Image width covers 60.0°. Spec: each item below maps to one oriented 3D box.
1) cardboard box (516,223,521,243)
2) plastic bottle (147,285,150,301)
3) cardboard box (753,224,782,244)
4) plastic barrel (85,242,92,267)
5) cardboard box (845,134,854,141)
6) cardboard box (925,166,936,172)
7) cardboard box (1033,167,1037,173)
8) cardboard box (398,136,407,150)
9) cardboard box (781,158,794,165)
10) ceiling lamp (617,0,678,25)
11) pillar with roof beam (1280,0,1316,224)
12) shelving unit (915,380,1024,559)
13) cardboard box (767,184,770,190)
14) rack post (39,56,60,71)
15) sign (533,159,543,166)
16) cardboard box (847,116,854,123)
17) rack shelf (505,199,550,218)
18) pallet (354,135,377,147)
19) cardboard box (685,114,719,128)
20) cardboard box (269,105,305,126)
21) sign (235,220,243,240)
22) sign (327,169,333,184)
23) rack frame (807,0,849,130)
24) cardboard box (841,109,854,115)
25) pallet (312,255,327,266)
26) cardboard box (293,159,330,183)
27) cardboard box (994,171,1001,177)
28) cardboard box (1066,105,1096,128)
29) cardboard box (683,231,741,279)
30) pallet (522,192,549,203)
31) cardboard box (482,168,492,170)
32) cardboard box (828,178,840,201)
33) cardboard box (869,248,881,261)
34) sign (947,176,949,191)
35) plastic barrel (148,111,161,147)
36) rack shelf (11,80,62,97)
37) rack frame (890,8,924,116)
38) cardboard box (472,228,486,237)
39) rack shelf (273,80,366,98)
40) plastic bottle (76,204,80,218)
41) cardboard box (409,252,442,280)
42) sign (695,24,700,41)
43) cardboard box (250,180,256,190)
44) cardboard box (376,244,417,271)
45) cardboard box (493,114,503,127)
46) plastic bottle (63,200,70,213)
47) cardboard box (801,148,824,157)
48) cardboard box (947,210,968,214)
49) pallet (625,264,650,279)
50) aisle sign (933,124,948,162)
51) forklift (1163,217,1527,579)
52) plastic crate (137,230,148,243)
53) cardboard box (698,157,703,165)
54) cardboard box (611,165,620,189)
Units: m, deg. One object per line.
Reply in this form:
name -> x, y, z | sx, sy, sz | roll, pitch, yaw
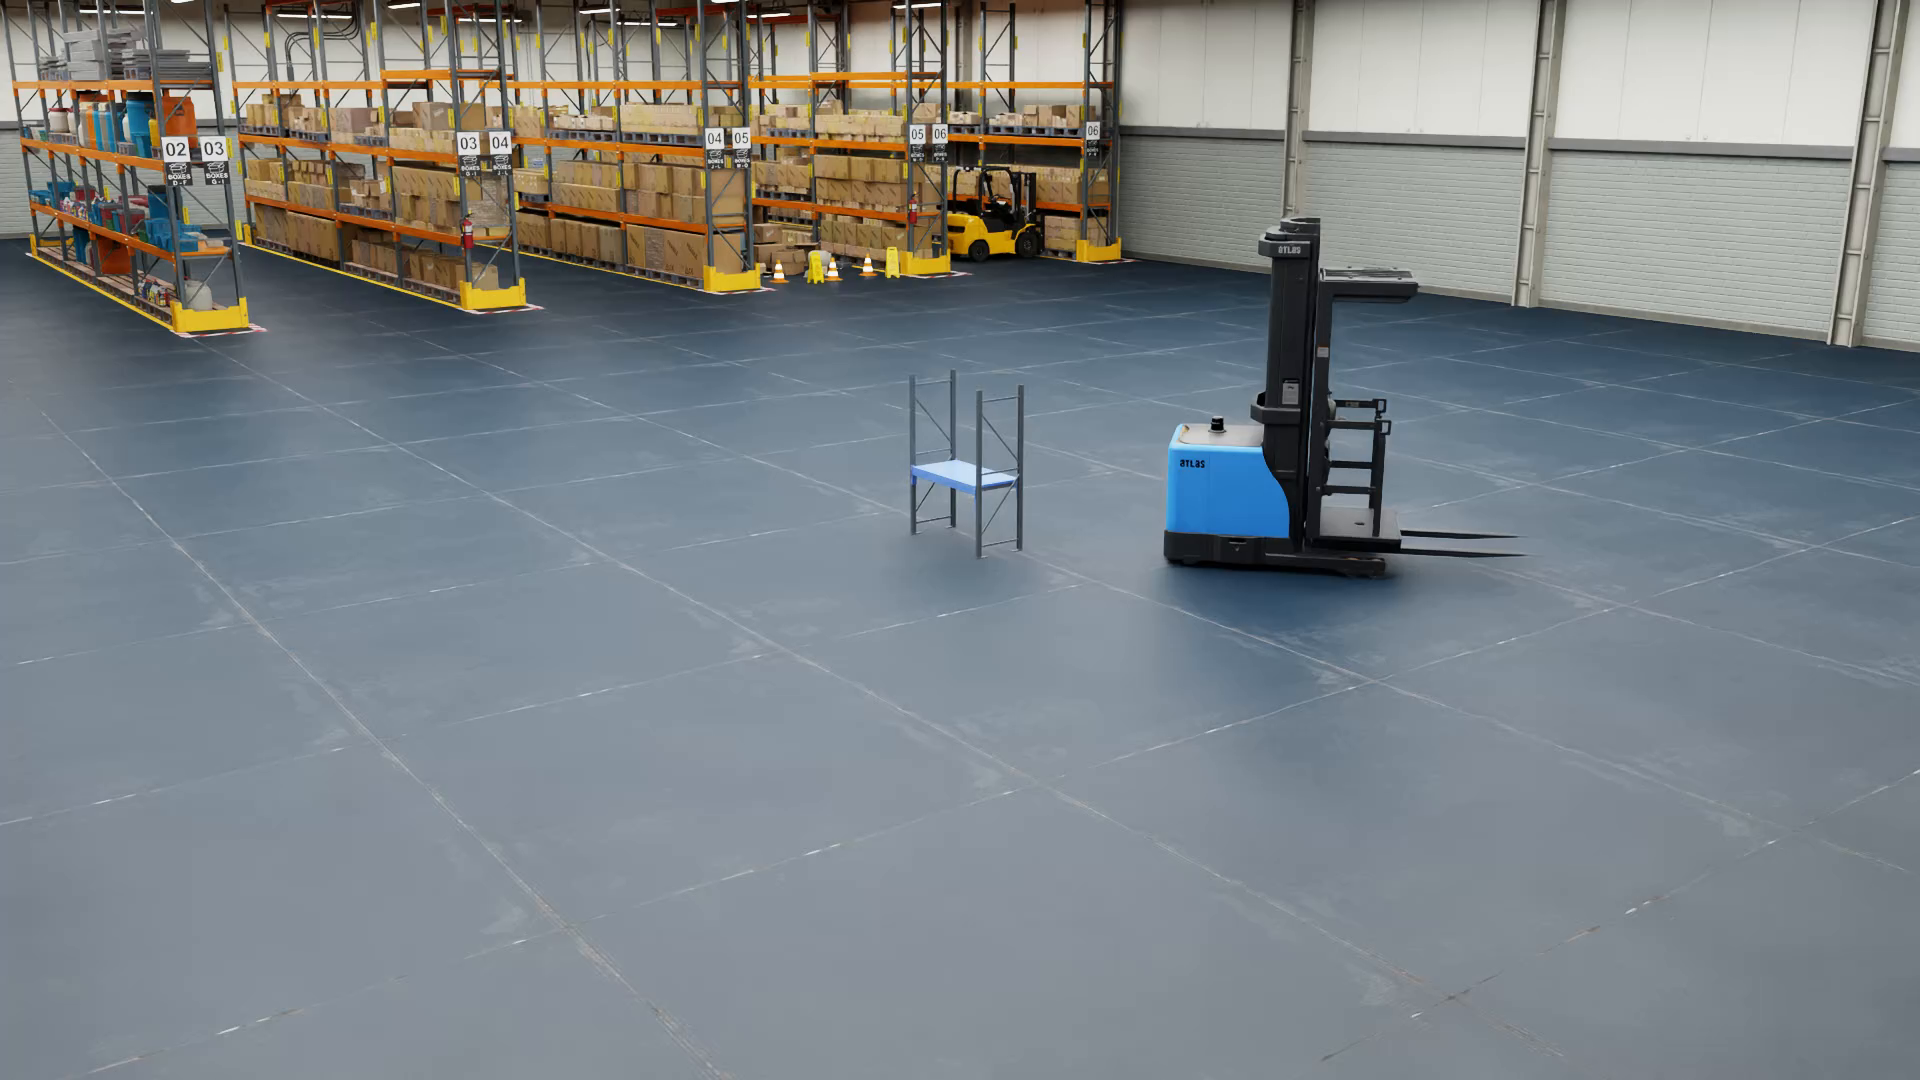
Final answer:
cardboard box -> -10.868, -7.716, 41.701 | 0.500, 0.500, 0.500 | -10, 18, -34
plastic bottle -> -14.780, -4.499, 30.317 | 0.061, 0.283, 0.133 | -10, 18, -32
cardboard box -> -4.493, -7.099, 38.808 | 0.500, 0.500, 0.500 | -11, 19, -35
plastic barrel -> -18.815, -6.222, 36.218 | 0.421, 0.512, 0.421 | 0, 15, 0
cardboard box -> -2.399, -9.155, 37.810 | 0.380, 0.149, 0.250 | -11, 19, -36
cardboard box -> -0.693, -9.821, 44.033 | 0.380, 0.149, 0.250 | -10, 18, -33
cardboard box -> 2.006, -9.015, 40.523 | 0.380, 0.149, 0.250 | -11, 19, -34
cardboard box -> -10.714, -7.811, 32.708 | 0.500, 0.250, 0.500 | -11, 19, -35
cardboard box -> -4.121, -9.193, 40.380 | 0.380, 0.149, 0.250 | -12, 19, -37
ceiling lamp -> -9.573, -17.476, 50.999 | 2.000, 3.185, 0.800 | -11, 19, -35
pillar with roof beam -> 3.659, -9.372, 32.447 | 9.100, 9.000, 0.400 | -11, 19, -35
shelving unit -> 0.053, -0.704, 14.982 | 0.500, 1.500, 1.039 | -11, 19, -35
cardboard box -> -4.572, -8.773, 41.302 | 0.380, 0.149, 0.250 | -10, 18, -32
rack post -> -19.327, -10.296, 35.966 | 0.937, 0.300, 0.954 | -11, 19, -36
sign -> -13.536, -12.121, 53.343 | 0.327, 0.218, 0.001 | -11, 19, -35
cardboard box -> -2.339, -9.545, 37.726 | 0.380, 0.149, 0.250 | -11, 19, -35
rack shelf -> -10.543, -8.367, 41.500 | 1.077, 0.370, 4.000 | -11, 19, -35
pallet -> -11.976, -8.410, 34.969 | 1.213, 0.211, 1.003 | -11, 19, -35
cardboard box -> -5.177, -8.408, 33.343 | 0.500, 0.250, 0.500 | -11, 19, -34
cardboard box -> -16.299, -10.296, 40.330 | 0.700, 0.500, 0.500 | -12, 20, -38
sign -> -12.294, -5.279, 28.333 | 0.100, 0.325, 0.005 | -11, 19, -35
sign -> -13.885, -8.010, 36.641 | 0.100, 0.325, 0.005 | -11, 19, -35
rack frame -> -3.071, -11.116, 38.818 | 1.000, 3.000, 0.127 | -11, 19, -35
cardboard box -> -3.127, -12.026, 46.751 | 0.380, 0.149, 0.250 | -11, 19, -34
pallet -> -14.554, -6.634, 39.088 | 1.003, 0.211, 1.213 | -11, 19, -35
cardboard box -> -15.408, -8.790, 39.592 | 0.797, 0.503, 0.637 | -11, 19, -36
cardboard box -> 1.070, -9.191, 41.730 | 0.380, 0.149, 0.250 | -10, 18, -33
cardboard box -> 2.837, -9.942, 39.037 | 0.500, 0.500, 0.500 | -10, 18, -33
cardboard box -> -5.115, -5.891, 34.320 | 0.875, 0.875, 0.875 | -11, 19, -34
pallet -> -9.872, -8.330, 40.366 | 1.213, 0.211, 1.003 | -11, 19, -35
cardboard box -> -12.232, -9.392, 43.130 | 0.500, 0.500, 0.500 | -11, 19, -34
cardboard box -> -2.723, -8.173, 38.678 | 0.500, 0.500, 0.500 | -11, 19, -35
cardboard box -> -1.710, -6.487, 37.684 | 0.500, 0.250, 0.500 | -11, 19, -34
sign -> -0.280, -7.870, 36.683 | 0.100, 0.325, 0.005 | -11, 19, -35
plastic barrel -> -13.514, -7.025, 28.402 | 0.600, 0.588, 0.600 | 0, 15, 0
rack shelf -> -20.973, -10.405, 38.339 | 1.077, 0.370, 4.000 | -11, 19, -35
rack frame -> -1.410, -12.742, 44.757 | 1.000, 3.000, 0.127 | -11, 19, -35
cardboard box -> -9.069, -5.738, 31.008 | 0.380, 0.149, 0.250 | -11, 19, -35
rack shelf -> -14.614, -10.319, 38.027 | 1.077, 0.370, 4.000 | -11, 19, -35
plastic bottle -> -18.700, -6.978, 35.283 | 0.061, 0.283, 0.133 | -11, 19, -35
cardboard box -> -10.884, -5.590, 33.930 | 0.500, 0.500, 0.500 | -12, 19, -36
sign -> -5.110, -9.880, 32.381 | 0.100, 0.325, 0.005 | -11, 19, -35
cardboard box -> -17.767, -9.064, 42.404 | 0.500, 0.250, 0.500 | -11, 19, -35
cardboard box -> -12.025, -6.050, 35.572 | 0.700, 0.500, 0.500 | -13, 20, -39
cardboard box -> -11.371, -10.527, 41.720 | 0.500, 0.311, 0.500 | -11, 19, -35
plastic bottle -> -19.618, -7.328, 36.577 | 0.152, 0.276, 0.135 | -11, 19, -35
cardboard box -> -4.422, -11.494, 49.864 | 0.500, 0.500, 0.500 | -11, 19, -36
cardboard box -> 0.176, -8.328, 43.697 | 0.875, 0.625, 0.625 | -11, 19, -35
pallet -> -6.631, -5.913, 36.455 | 1.003, 0.211, 1.213 | -11, 19, -35
aisle sign -> -0.431, -8.657, 36.274 | 0.394, 0.787, 0.004 | -11, 19, -35
forklift -> 3.341, -1.240, 14.229 | 3.031, 2.935, 1.130 | 3, 16, 11
plastic crate -> -14.523, -5.480, 29.990 | 0.450, 0.188, 0.662 | -11, 19, -35
cardboard box -> -6.533, -9.892, 43.628 | 0.500, 0.500, 0.500 | -11, 19, -34
cardboard box -> -7.312, -8.068, 36.963 | 0.700, 0.500, 0.500 | -11, 19, -35
